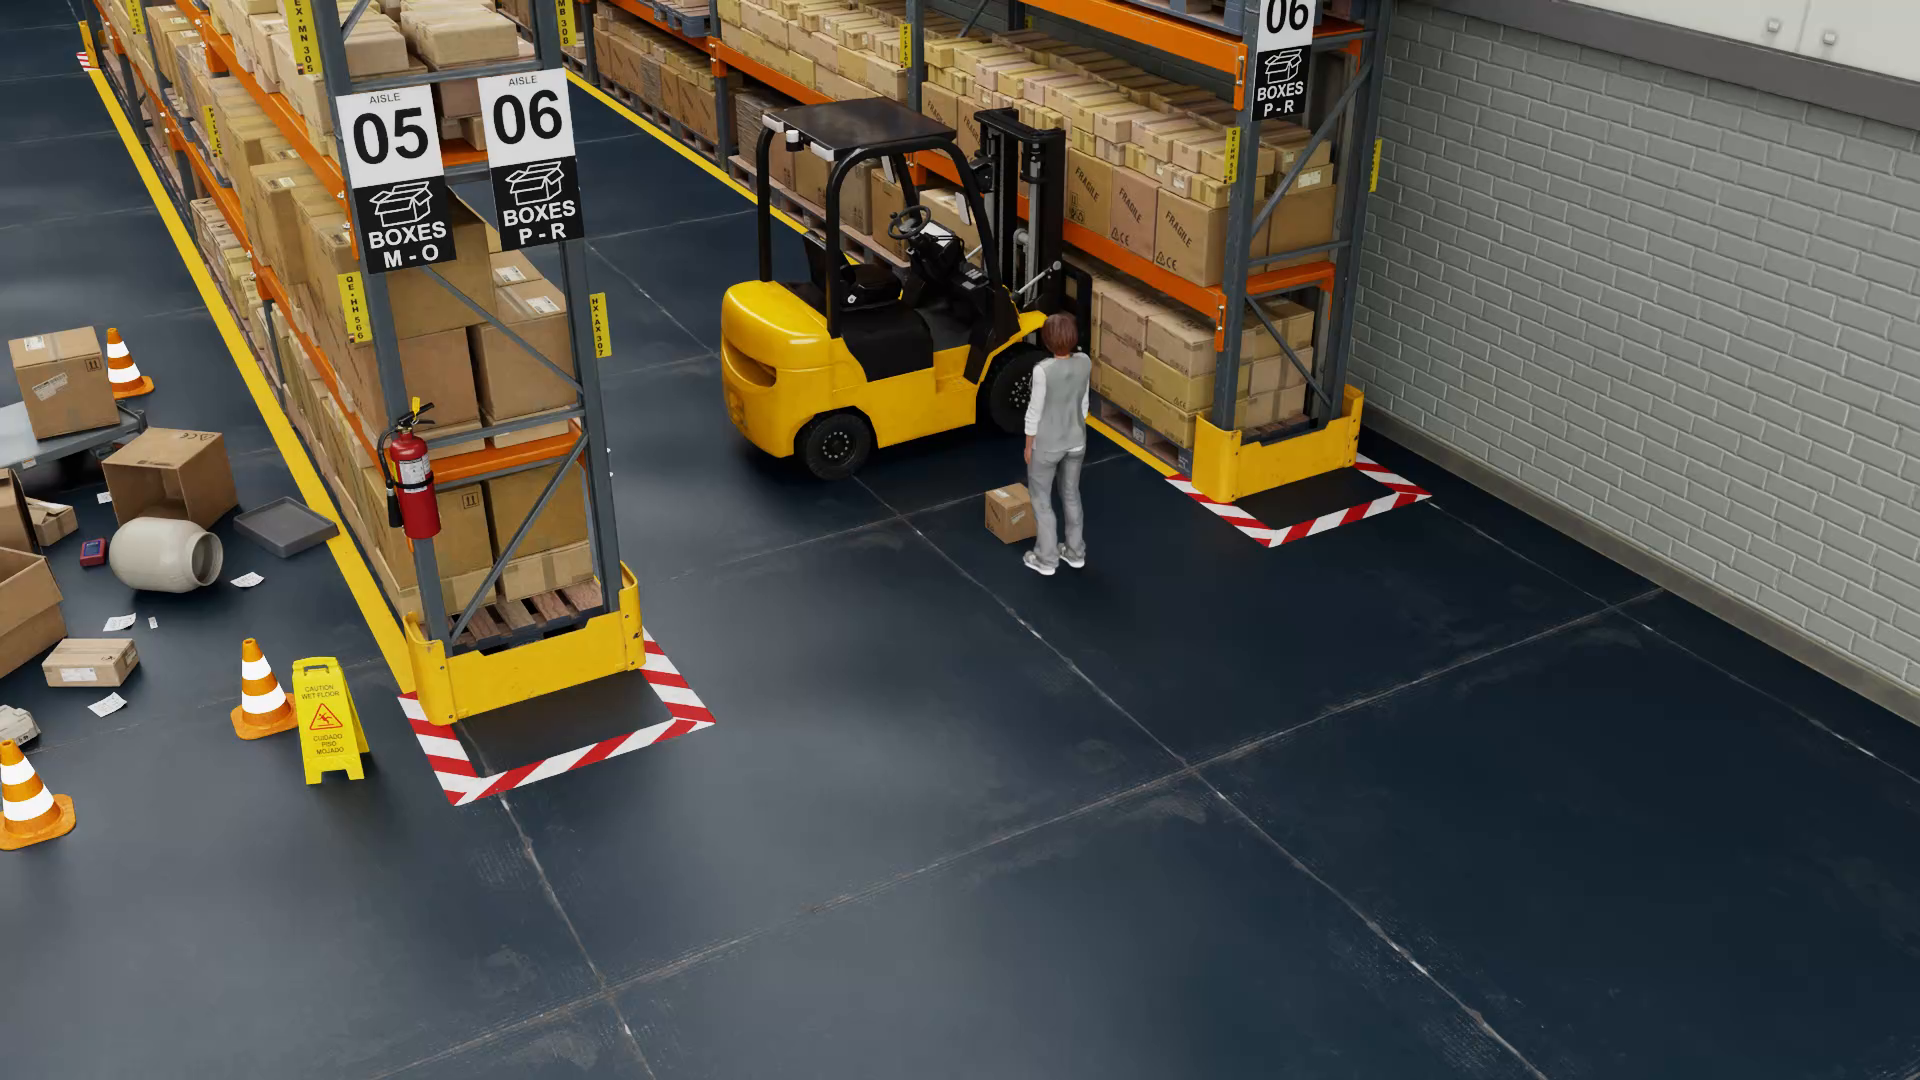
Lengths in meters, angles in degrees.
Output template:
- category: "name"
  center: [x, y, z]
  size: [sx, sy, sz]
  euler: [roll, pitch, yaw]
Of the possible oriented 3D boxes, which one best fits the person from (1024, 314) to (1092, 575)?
- category: "person"
  center: [0.546, -0.537, 9.530]
  size: [0.407, 1.582, 0.308]
  euler: [-15, 33, -25]
